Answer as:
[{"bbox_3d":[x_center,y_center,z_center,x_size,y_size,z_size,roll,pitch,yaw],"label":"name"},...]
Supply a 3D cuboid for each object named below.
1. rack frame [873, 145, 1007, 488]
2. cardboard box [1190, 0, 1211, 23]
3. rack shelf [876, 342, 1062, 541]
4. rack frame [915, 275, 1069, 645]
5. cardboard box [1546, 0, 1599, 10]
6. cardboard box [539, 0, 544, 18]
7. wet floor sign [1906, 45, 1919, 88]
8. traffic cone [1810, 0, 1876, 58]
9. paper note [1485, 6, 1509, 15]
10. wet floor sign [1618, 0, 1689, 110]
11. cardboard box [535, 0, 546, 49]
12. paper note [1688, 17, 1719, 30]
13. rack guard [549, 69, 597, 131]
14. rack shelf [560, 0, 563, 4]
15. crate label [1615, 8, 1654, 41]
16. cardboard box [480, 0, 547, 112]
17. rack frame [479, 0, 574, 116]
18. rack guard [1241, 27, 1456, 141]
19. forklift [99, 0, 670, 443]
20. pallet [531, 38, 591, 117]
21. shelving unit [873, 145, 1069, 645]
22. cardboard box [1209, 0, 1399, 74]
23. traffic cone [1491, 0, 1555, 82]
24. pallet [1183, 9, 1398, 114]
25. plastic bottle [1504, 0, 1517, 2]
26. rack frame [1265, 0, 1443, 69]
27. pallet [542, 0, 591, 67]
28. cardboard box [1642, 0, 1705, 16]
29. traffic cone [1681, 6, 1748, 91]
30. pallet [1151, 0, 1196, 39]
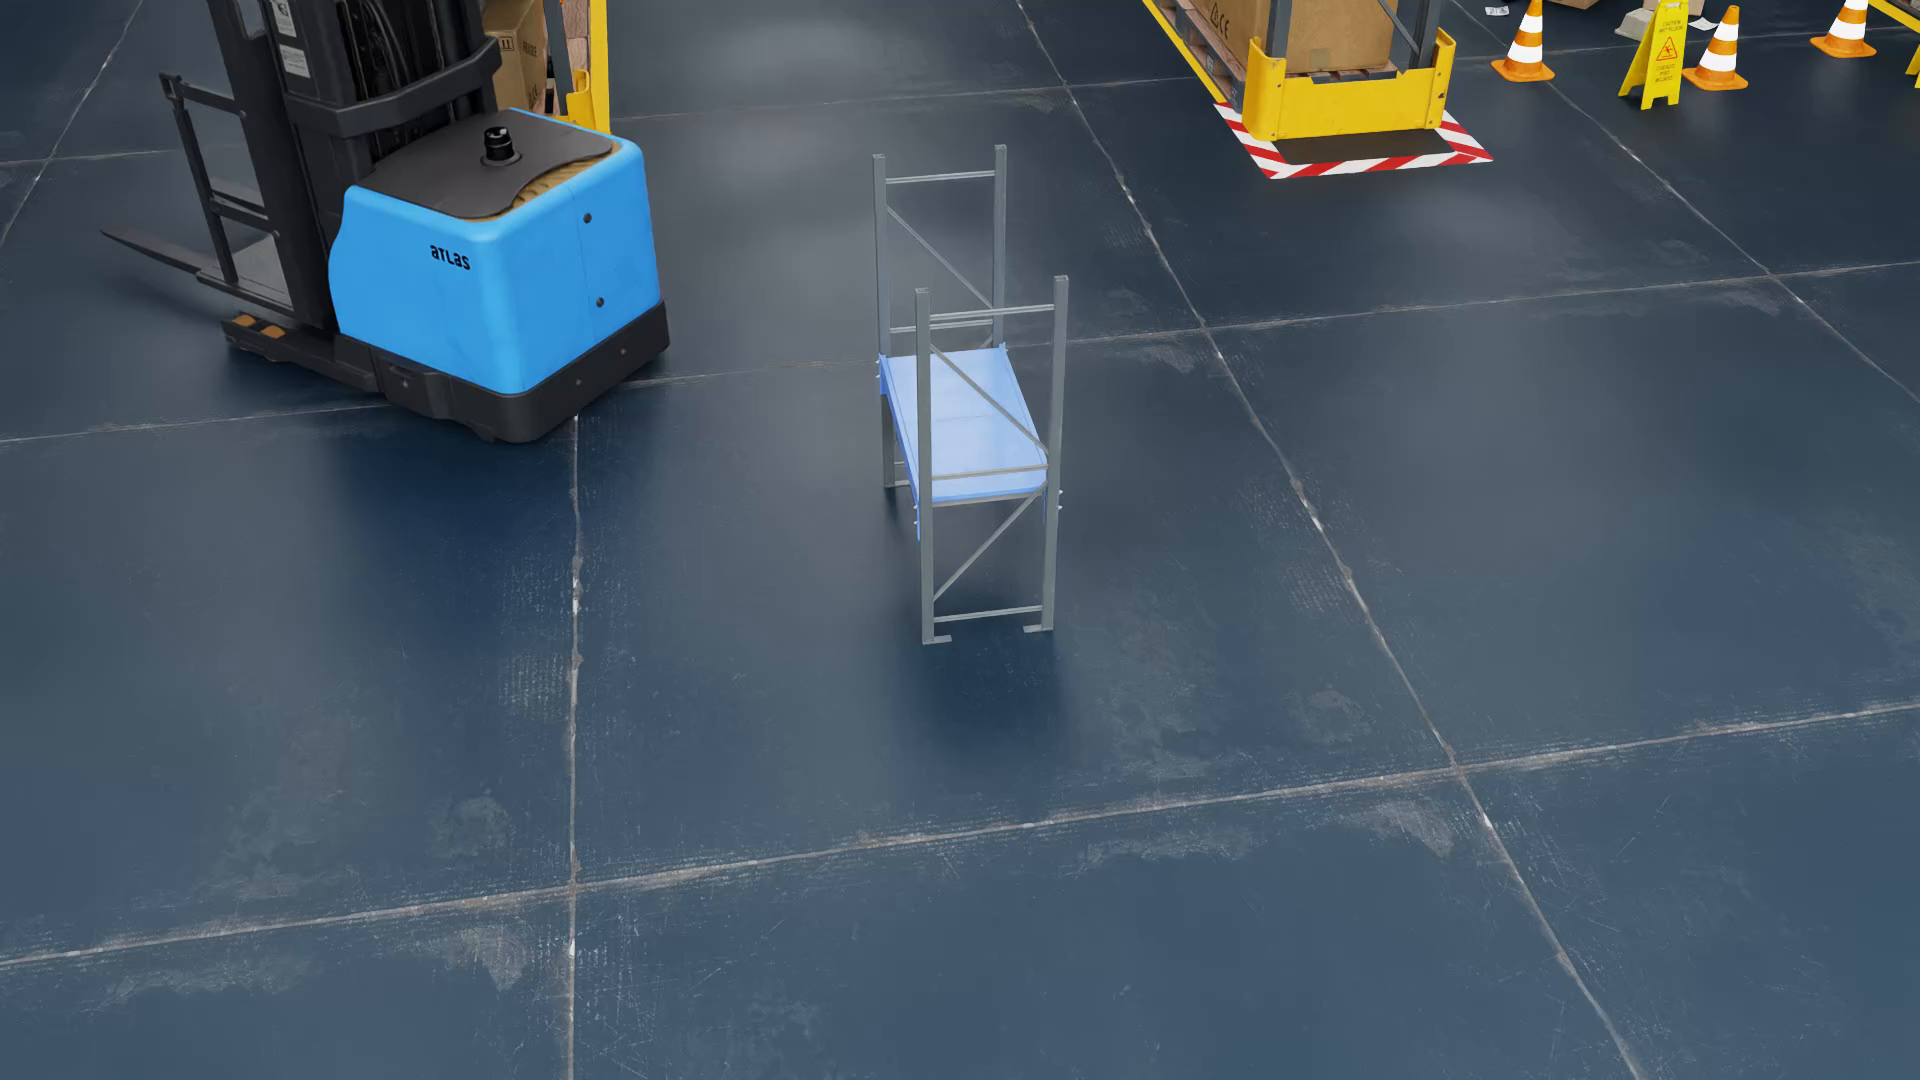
[{"bbox_3d":[-0.074,-0.848,6.619,0.500,1.500,0.032,-6,38,-8],"label":"rack frame"},{"bbox_3d":[1.939,-3.960,10.792,0.875,0.875,0.875,-7,38,-9],"label":"cardboard box"},{"bbox_3d":[0.015,-0.399,6.334,0.538,0.185,1.000,-6,38,-8],"label":"rack shelf"},{"bbox_3d":[0.104,-0.234,5.828,0.500,1.500,0.032,-6,38,-8],"label":"rack frame"},{"bbox_3d":[4.334,-4.096,11.612,0.637,0.503,0.797,27,45,30],"label":"cardboard box"},{"bbox_3d":[-2.944,-3.523,10.535,0.500,0.500,0.500,-3,38,-4],"label":"cardboard box"},{"bbox_3d":[6.115,-3.134,10.258,0.267,0.644,0.232,6,38,8],"label":"wet floor sign"},{"bbox_3d":[5.789,-3.413,10.765,0.336,0.463,0.334,-6,38,-8],"label":"traffic cone"},{"bbox_3d":[3.683,-3.631,11.401,0.144,0.017,0.142,6,38,8],"label":"paper note"},{"bbox_3d":[4.234,-2.966,10.041,0.267,0.644,0.232,-13,40,-16],"label":"wet floor sign"},{"bbox_3d":[-2.853,-3.143,10.045,0.500,0.500,0.500,3,38,4],"label":"cardboard box"},{"bbox_3d":[5.009,-3.478,11.202,0.148,0.019,0.142,-20,42,-23],"label":"paper note"},{"bbox_3d":[-2.635,-2.286,9.285,1.175,0.500,0.348,-6,38,-8],"label":"rack guard"},{"bbox_3d":[-2.972,-4.151,10.235,1.077,0.370,4.000,-6,38,-8],"label":"rack shelf"},{"bbox_3d":[4.557,-3.427,11.050,0.250,0.136,0.298,-27,45,-31],"label":"crate label"},{"bbox_3d":[-2.715,-2.785,9.585,0.500,0.500,0.500,0,38,1],"label":"cardboard box"},{"bbox_3d":[-2.622,-3.227,8.459,1.000,3.000,0.127,-6,38,-8],"label":"rack frame"},{"bbox_3d":[2.283,-2.698,9.816,1.175,0.500,0.348,-6,38,-8],"label":"rack guard"},{"bbox_3d":[-2.892,-2.251,7.258,3.031,2.935,1.130,20,42,24],"label":"forklift"},{"bbox_3d":[-2.743,-2.667,10.010,1.003,0.211,1.213,-6,38,-8],"label":"pallet"},{"bbox_3d":[0.015,-0.541,6.224,0.538,1.500,1.048,-6,38,-8],"label":"shelving unit"},{"bbox_3d":[2.095,-3.429,10.109,0.875,0.875,0.875,-6,38,-8],"label":"cardboard box"},{"bbox_3d":[3.584,-3.172,10.455,0.336,0.463,0.334,-6,38,-8],"label":"traffic cone"},{"bbox_3d":[2.062,-3.073,10.534,1.003,0.211,1.213,-6,38,-8],"label":"pallet"},{"bbox_3d":[3.790,-3.848,11.653,0.133,0.061,0.283,-20,42,-23],"label":"plastic bottle"},{"bbox_3d":[2.279,-3.700,9.067,1.000,3.000,0.127,-6,38,-8],"label":"rack frame"},{"bbox_3d":[-2.953,-3.402,10.957,1.003,0.211,1.213,-6,38,-8],"label":"pallet"},{"bbox_3d":[4.916,-3.742,11.445,0.380,0.149,0.250,13,40,16],"label":"cardboard box"},{"bbox_3d":[4.756,-3.088,10.347,0.336,0.463,0.334,-6,38,-8],"label":"traffic cone"},{"bbox_3d":[1.851,-3.809,11.480,1.003,0.211,1.213,-6,38,-8],"label":"pallet"}]
